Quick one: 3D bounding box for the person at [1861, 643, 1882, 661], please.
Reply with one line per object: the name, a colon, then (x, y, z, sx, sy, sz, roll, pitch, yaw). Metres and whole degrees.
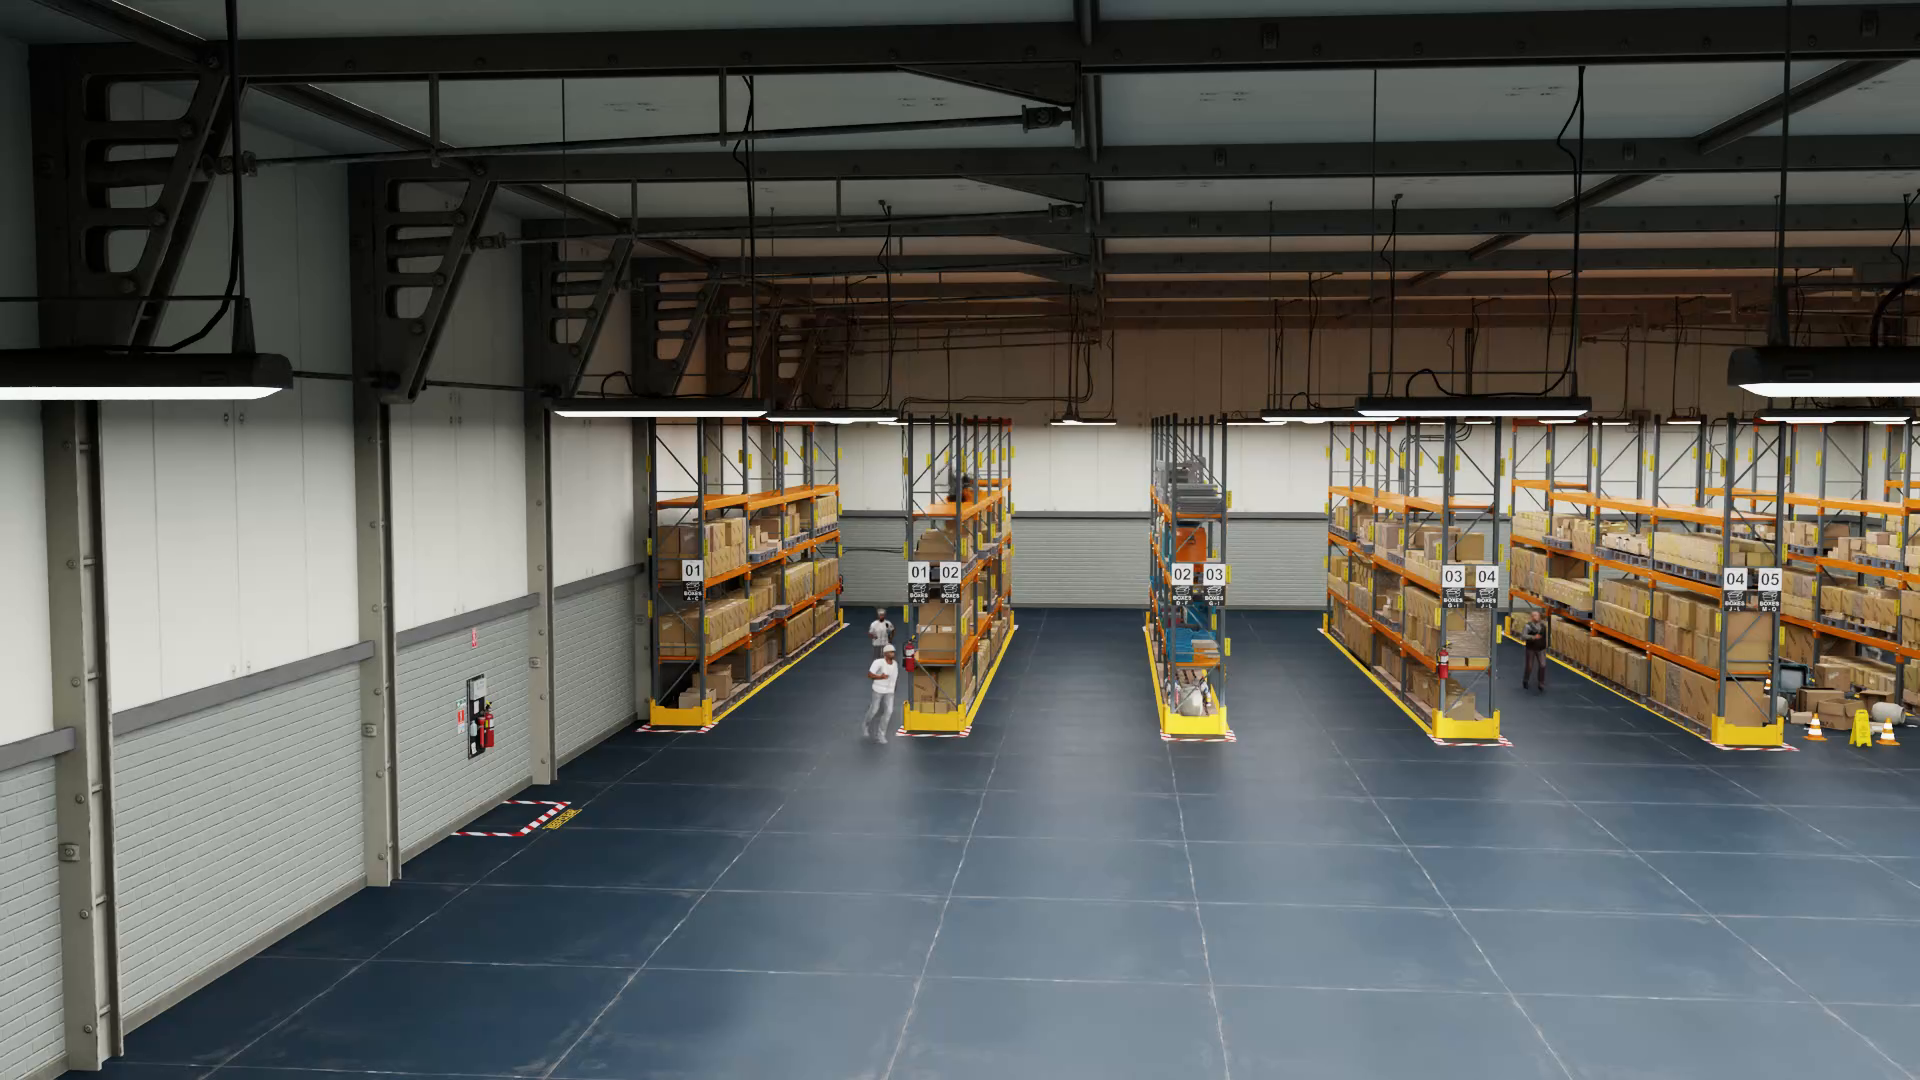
person: (21.757, 2.190, 39.808, 0.652, 1.729, 0.631, 0, 4, 1)

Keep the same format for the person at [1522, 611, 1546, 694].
person: (12.477, 2.471, 36.121, 0.645, 1.716, 0.808, 0, 4, -2)

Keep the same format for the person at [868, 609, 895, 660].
person: (-1.745, 2.355, 36.963, 0.586, 1.685, 0.891, 0, 4, 0)

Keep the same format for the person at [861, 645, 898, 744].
person: (-1.375, 2.798, 30.494, 0.704, 1.761, 0.827, -2, 4, -29)
